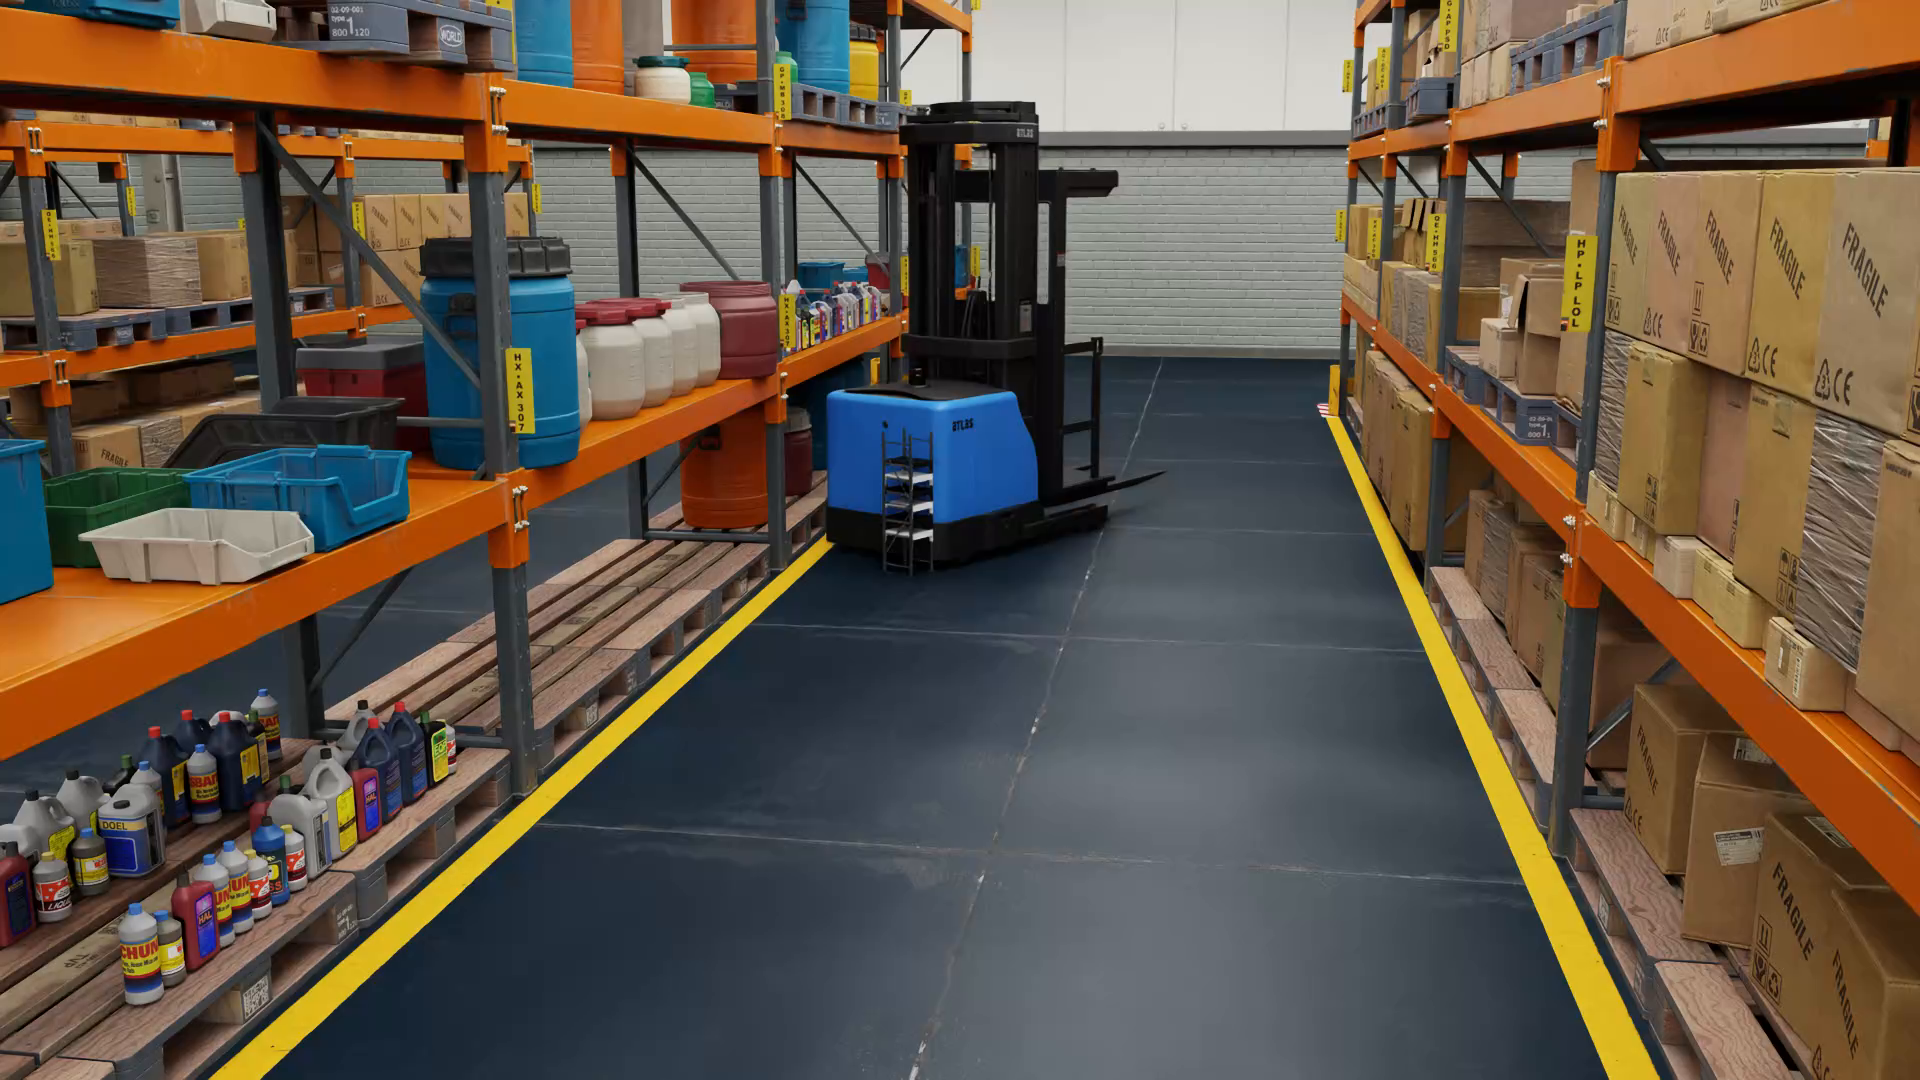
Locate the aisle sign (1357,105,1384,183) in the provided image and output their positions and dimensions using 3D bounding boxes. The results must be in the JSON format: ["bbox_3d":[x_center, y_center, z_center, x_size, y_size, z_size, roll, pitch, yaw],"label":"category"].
[{"bbox_3d":[4.230,-4.088,17.173,0.394,0.787,0.004,2,12,9],"label":"aisle sign"}]

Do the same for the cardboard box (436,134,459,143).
[{"bbox_3d":[-5.336,-4.080,16.542,0.500,0.250,0.500,2,12,9],"label":"cardboard box"}]

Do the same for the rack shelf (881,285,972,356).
[{"bbox_3d":[-0.686,-2.185,16.221,1.077,0.370,4.000,2,12,9],"label":"rack shelf"}]

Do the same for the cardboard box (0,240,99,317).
[{"bbox_3d":[-6.518,-1.838,11.668,0.700,0.500,0.500,-2,12,-10],"label":"cardboard box"}]

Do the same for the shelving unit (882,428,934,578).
[{"bbox_3d":[-0.328,-0.236,10.450,0.258,0.900,0.210,9,15,37],"label":"shelving unit"}]

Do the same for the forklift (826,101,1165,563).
[{"bbox_3d":[0.405,-1.542,11.693,1.130,2.935,3.031,9,15,37],"label":"forklift"}]

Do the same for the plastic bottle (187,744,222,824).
[{"bbox_3d":[-2.662,0.852,5.851,0.097,0.271,0.097,0,12,0],"label":"plastic bottle"}]

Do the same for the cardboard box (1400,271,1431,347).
[{"bbox_3d":[3.354,-1.605,11.582,0.500,0.500,0.500,2,12,10],"label":"cardboard box"}]

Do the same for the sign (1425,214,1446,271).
[{"bbox_3d":[2.736,-1.711,9.563,0.100,0.325,0.005,2,12,9],"label":"sign"}]

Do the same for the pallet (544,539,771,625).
[{"bbox_3d":[-1.767,0.235,9.901,1.003,0.211,1.213,2,12,9],"label":"pallet"}]

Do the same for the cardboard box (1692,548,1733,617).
[{"bbox_3d":[2.171,0.124,4.394,0.380,0.149,0.250,2,12,9],"label":"cardboard box"}]

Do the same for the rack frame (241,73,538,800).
[{"bbox_3d":[-2.224,-0.455,6.486,1.000,3.000,0.127,2,12,9],"label":"rack frame"}]

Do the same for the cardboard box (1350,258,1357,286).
[{"bbox_3d":[4.020,-2.561,15.906,0.500,0.250,0.500,1,12,7],"label":"cardboard box"}]

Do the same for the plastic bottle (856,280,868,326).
[{"bbox_3d":[-0.812,-1.895,13.281,0.144,0.351,0.185,2,12,9],"label":"plastic bottle"}]

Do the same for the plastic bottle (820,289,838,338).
[{"bbox_3d":[-0.981,-1.665,12.217,0.144,0.351,0.185,2,12,9],"label":"plastic bottle"}]

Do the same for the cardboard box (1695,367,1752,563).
[{"bbox_3d":[2.450,-0.187,4.298,0.875,0.500,0.500,2,12,9],"label":"cardboard box"}]

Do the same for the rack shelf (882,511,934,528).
[{"bbox_3d":[-0.328,-0.115,10.476,0.258,0.077,0.200,9,15,37],"label":"rack shelf"}]

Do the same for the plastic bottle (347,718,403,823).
[{"bbox_3d":[-2.068,0.808,5.868,0.144,0.351,0.185,1,12,6],"label":"plastic bottle"}]

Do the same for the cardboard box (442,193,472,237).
[{"bbox_3d":[-5.221,-3.337,17.248,0.500,0.500,0.500,2,12,10],"label":"cardboard box"}]

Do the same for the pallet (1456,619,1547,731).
[{"bbox_3d":[2.973,0.652,7.969,1.003,0.211,1.213,2,12,9],"label":"pallet"}]

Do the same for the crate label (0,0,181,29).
[{"bbox_3d":[-2.225,-1.395,4.080,0.502,0.251,0.408,2,12,9],"label":"crate label"}]

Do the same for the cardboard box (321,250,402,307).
[{"bbox_3d":[-5.540,-2.428,15.402,0.500,0.500,0.500,2,12,10],"label":"cardboard box"}]

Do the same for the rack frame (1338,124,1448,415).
[{"bbox_3d":[4.515,-2.793,17.332,1.000,3.000,0.127,2,12,9],"label":"rack frame"}]

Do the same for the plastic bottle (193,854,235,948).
[{"bbox_3d":[-2.200,1.057,4.899,0.097,0.271,0.097,0,12,0],"label":"plastic bottle"}]

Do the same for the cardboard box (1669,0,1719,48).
[{"bbox_3d":[2.271,-1.492,4.533,0.500,0.250,0.500,2,12,8],"label":"cardboard box"}]

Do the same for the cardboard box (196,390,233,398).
[{"bbox_3d":[-6.358,-0.967,13.749,0.500,0.500,0.500,2,12,9],"label":"cardboard box"}]

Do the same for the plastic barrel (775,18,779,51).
[{"bbox_3d":[-1.485,-3.400,11.710,0.433,0.535,0.433,0,12,0],"label":"plastic barrel"}]

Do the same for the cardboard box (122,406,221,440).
[{"bbox_3d":[-5.994,-0.741,12.702,0.500,0.500,0.500,2,12,8],"label":"cardboard box"}]

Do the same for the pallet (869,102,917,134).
[{"bbox_3d":[-1.018,-3.328,13.145,1.213,0.211,1.003,2,12,9],"label":"pallet"}]

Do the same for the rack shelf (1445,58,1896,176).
[{"bbox_3d":[2.977,-1.826,7.433,1.077,0.370,4.000,2,12,9],"label":"rack shelf"}]

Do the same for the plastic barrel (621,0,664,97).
[{"bbox_3d":[-1.950,-2.835,9.220,0.600,0.901,0.600,0,12,0],"label":"plastic barrel"}]

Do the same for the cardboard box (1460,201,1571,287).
[{"bbox_3d":[3.413,-1.818,10.192,0.797,0.503,0.637,2,12,11],"label":"cardboard box"}]

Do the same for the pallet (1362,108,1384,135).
[{"bbox_3d":[4.226,-3.806,15.125,1.003,0.211,1.213,2,12,9],"label":"pallet"}]

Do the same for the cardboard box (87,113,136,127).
[{"bbox_3d":[-6.391,-3.162,11.690,0.910,0.500,0.500,2,12,9],"label":"cardboard box"}]

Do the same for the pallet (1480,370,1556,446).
[{"bbox_3d":[3.021,-0.620,7.707,1.003,0.211,1.213,2,12,9],"label":"pallet"}]

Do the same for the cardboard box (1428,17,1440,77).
[{"bbox_3d":[3.578,-3.275,11.210,0.797,0.503,0.637,2,12,8],"label":"cardboard box"}]

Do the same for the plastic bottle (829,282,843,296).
[{"bbox_3d":[-0.983,-1.861,13.124,0.144,0.351,0.185,2,12,9],"label":"plastic bottle"}]

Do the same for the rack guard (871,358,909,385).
[{"bbox_3d":[-0.388,-1.737,18.365,1.175,0.500,0.348,2,12,9],"label":"rack guard"}]

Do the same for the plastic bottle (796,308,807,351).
[{"bbox_3d":[-1.086,-1.433,11.300,0.061,0.283,0.133,2,12,9],"label":"plastic bottle"}]

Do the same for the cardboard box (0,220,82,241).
[{"bbox_3d":[-10.337,-3.163,18.336,0.980,0.700,0.700,2,12,8],"label":"cardboard box"}]

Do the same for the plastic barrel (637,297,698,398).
[{"bbox_3d":[-1.621,-1.034,8.905,0.421,0.512,0.421,0,12,0],"label":"plastic barrel"}]

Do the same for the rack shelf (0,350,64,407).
[{"bbox_3d":[-6.811,-0.681,9.242,1.077,0.370,4.000,2,12,9],"label":"rack shelf"}]

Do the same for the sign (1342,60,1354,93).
[{"bbox_3d":[3.968,-4.744,17.005,0.100,0.325,0.005,2,12,9],"label":"sign"}]

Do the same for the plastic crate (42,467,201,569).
[{"bbox_3d":[-2.712,-0.078,5.239,0.450,0.188,0.662,2,12,9],"label":"plastic crate"}]

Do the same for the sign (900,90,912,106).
[{"bbox_3d":[-0.451,-3.573,13.812,0.100,0.325,0.005,2,12,9],"label":"sign"}]

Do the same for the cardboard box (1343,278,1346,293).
[{"bbox_3d":[4.135,-2.607,17.065,0.380,0.149,0.250,2,12,9],"label":"cardboard box"}]

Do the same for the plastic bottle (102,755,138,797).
[{"bbox_3d":[-2.854,0.884,5.673,0.061,0.283,0.133,2,12,11],"label":"plastic bottle"}]

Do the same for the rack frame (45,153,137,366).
[{"bbox_3d":[-10.168,-3.274,19.566,1.000,3.000,0.127,2,12,9],"label":"rack frame"}]

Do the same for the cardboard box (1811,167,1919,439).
[{"bbox_3d":[2.046,-0.476,3.265,0.500,0.500,0.500,2,12,9],"label":"cardboard box"}]

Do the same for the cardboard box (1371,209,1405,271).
[{"bbox_3d":[3.707,-2.503,13.858,0.500,0.500,0.500,2,12,10],"label":"cardboard box"}]

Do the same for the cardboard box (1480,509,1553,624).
[{"bbox_3d":[3.129,0.135,8.634,0.700,0.500,0.500,1,12,4],"label":"cardboard box"}]

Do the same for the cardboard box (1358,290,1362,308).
[{"bbox_3d":[3.821,-2.179,15.080,0.380,0.149,0.250,2,12,8],"label":"cardboard box"}]

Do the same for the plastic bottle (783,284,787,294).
[{"bbox_3d":[-1.472,-2.001,13.935,0.061,0.283,0.133,2,12,9],"label":"plastic bottle"}]

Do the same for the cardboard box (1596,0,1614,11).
[{"bbox_3d":[2.984,-2.308,6.719,0.797,0.503,0.637,2,12,11],"label":"cardboard box"}]
